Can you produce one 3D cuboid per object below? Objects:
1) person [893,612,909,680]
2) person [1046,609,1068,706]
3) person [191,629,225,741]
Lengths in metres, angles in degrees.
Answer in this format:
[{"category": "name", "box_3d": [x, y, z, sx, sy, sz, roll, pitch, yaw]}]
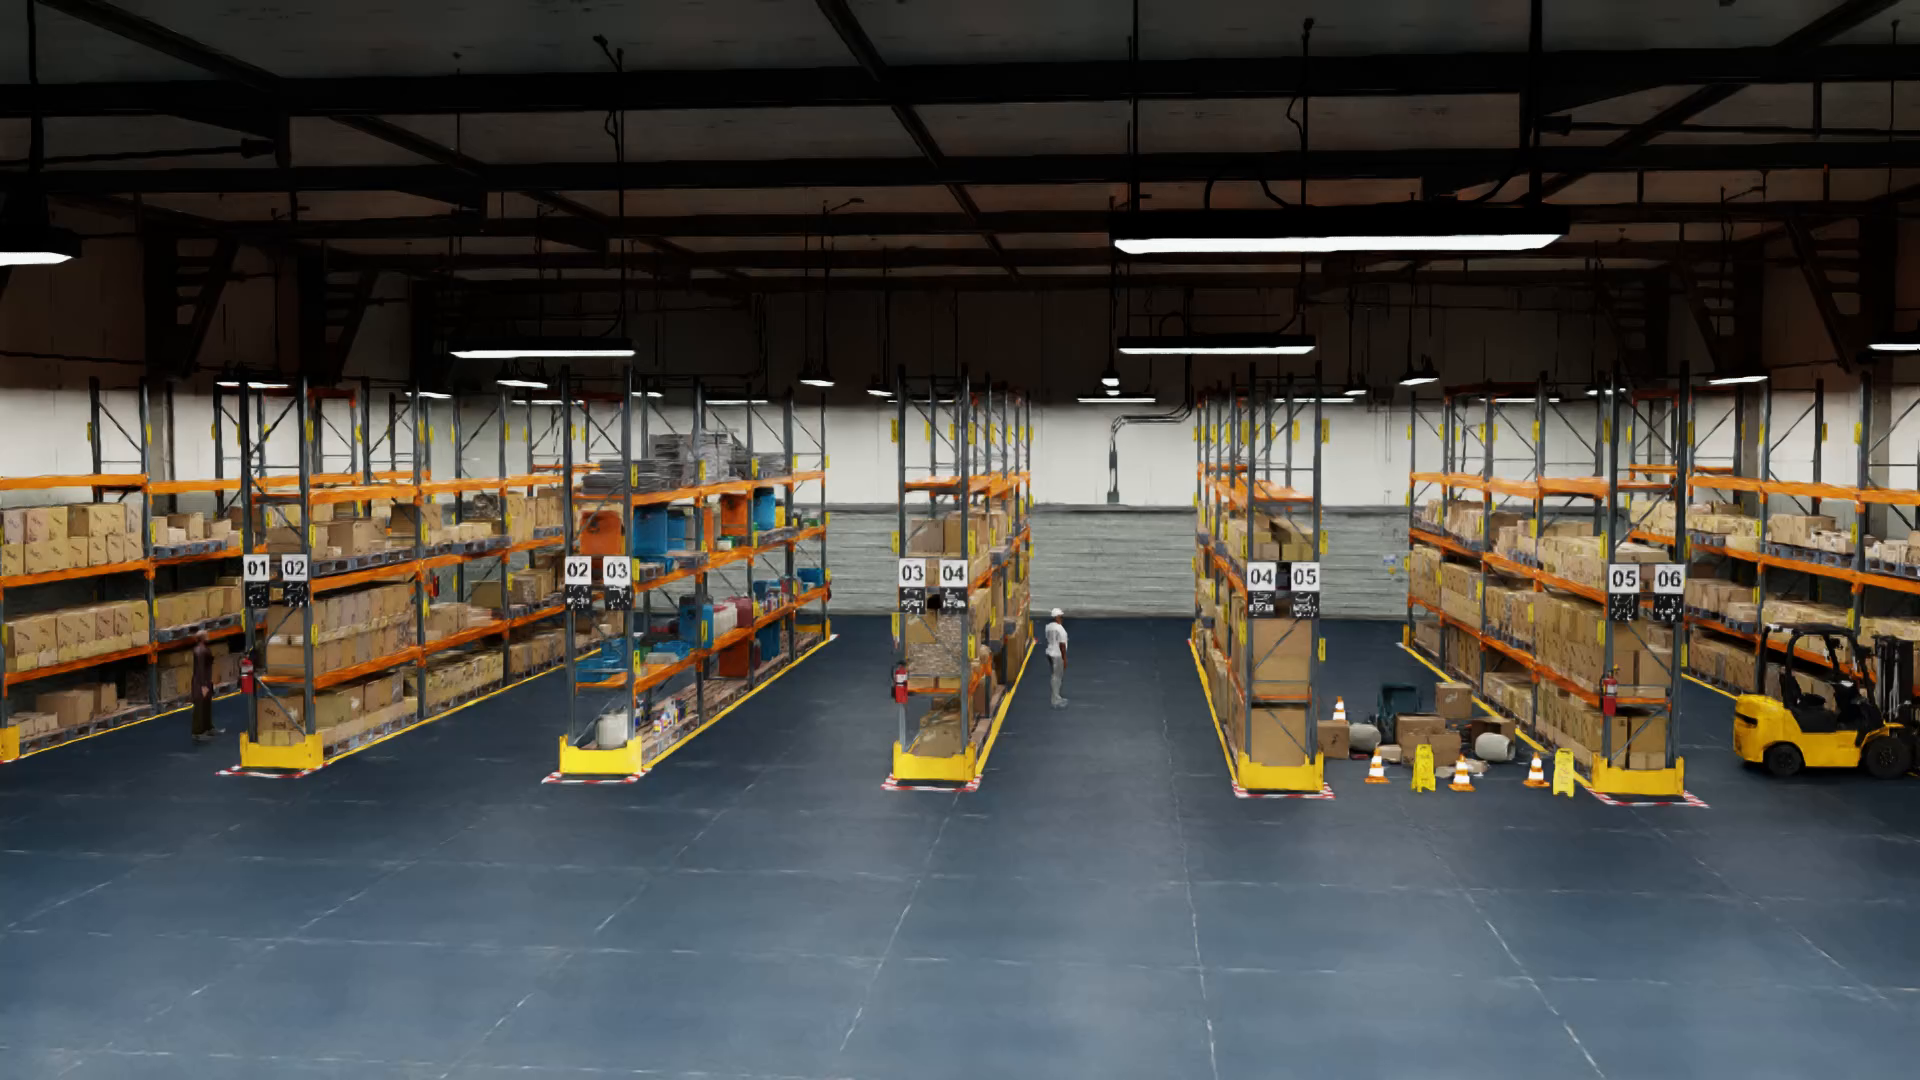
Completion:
[{"category": "person", "box_3d": [-1.100, 1.993, 33.499, 0.543, 1.700, 1.114, 1, 4, 8]}, {"category": "person", "box_3d": [1.831, 2.139, 30.591, 0.456, 1.768, 0.612, -2, 4, -23]}, {"category": "person", "box_3d": [-12.341, 2.349, 27.183, 0.478, 1.787, 0.656, -2, 4, -24]}]
